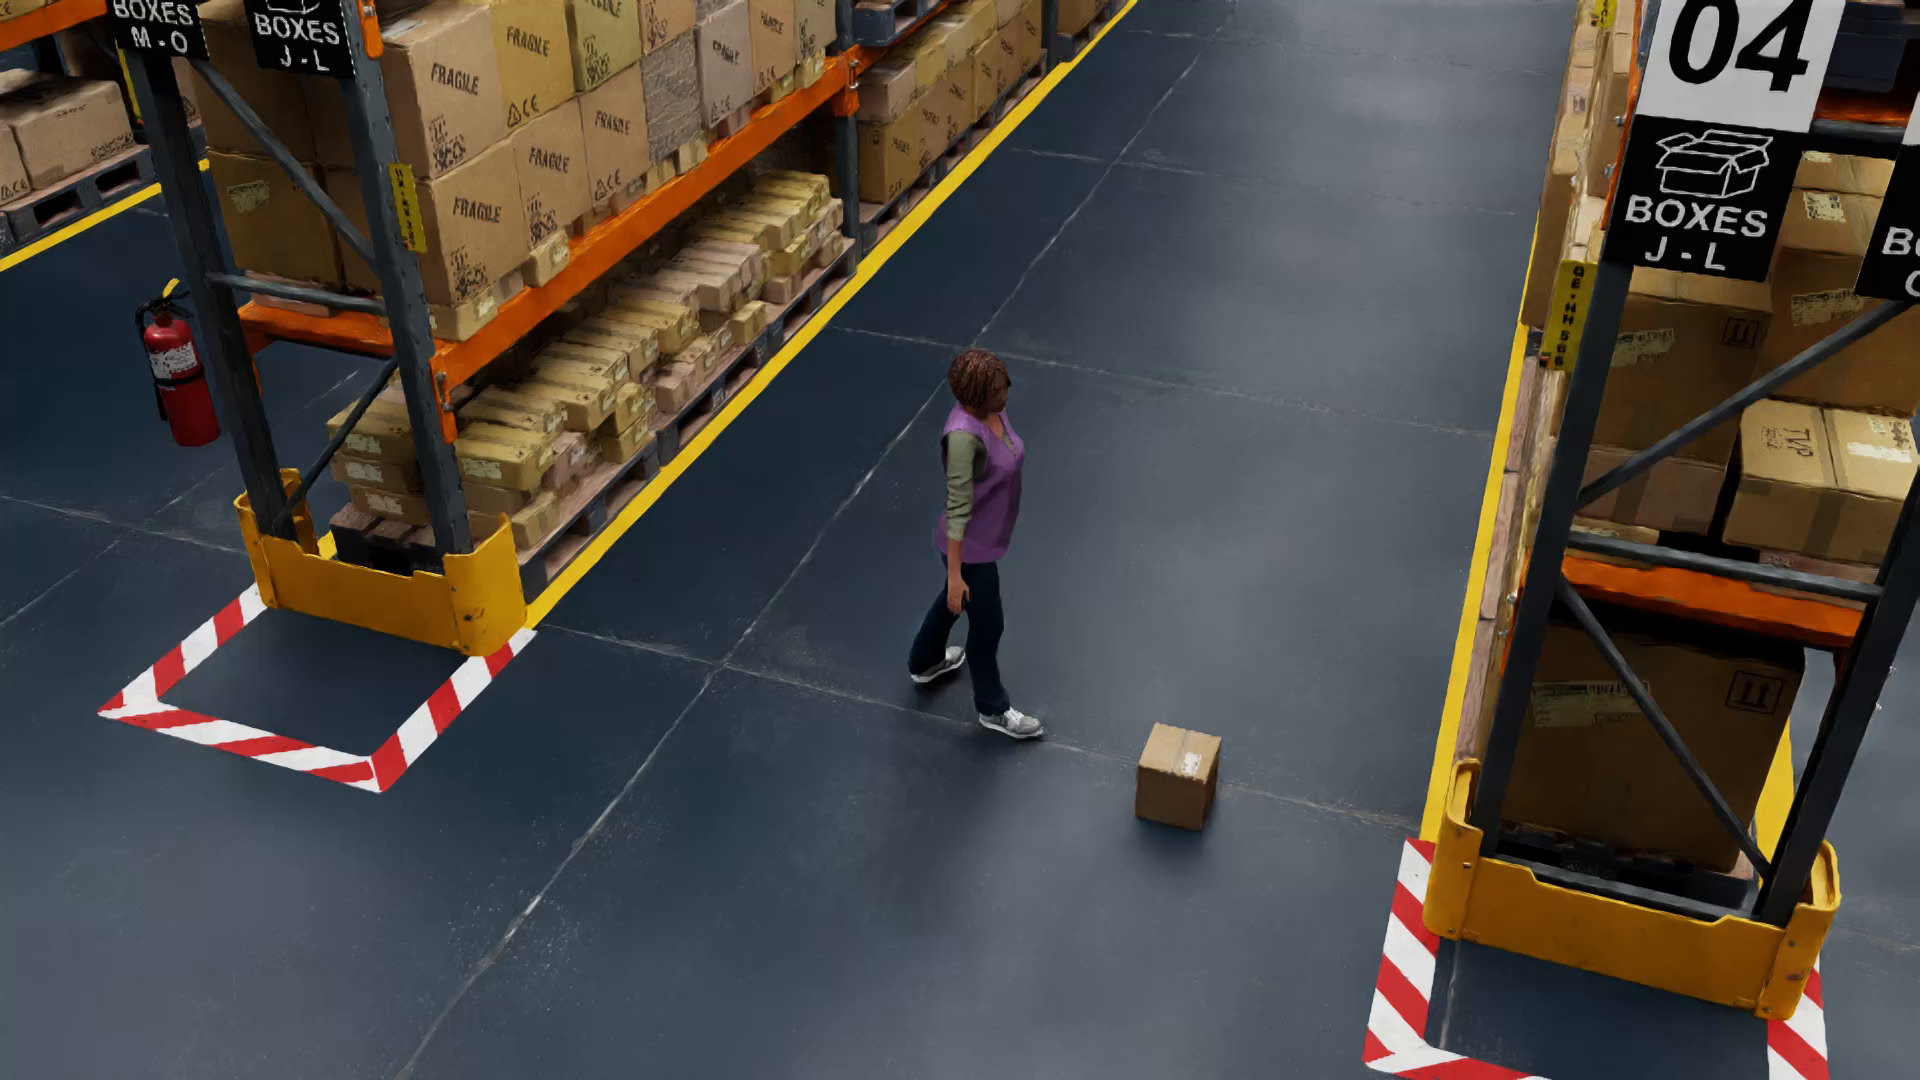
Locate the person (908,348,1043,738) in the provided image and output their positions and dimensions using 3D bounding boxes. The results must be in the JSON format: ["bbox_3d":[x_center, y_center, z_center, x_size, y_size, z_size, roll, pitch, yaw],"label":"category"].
[{"bbox_3d":[0.057,0.011,6.115,0.584,1.583,0.634,7,34,10],"label":"person"}]
